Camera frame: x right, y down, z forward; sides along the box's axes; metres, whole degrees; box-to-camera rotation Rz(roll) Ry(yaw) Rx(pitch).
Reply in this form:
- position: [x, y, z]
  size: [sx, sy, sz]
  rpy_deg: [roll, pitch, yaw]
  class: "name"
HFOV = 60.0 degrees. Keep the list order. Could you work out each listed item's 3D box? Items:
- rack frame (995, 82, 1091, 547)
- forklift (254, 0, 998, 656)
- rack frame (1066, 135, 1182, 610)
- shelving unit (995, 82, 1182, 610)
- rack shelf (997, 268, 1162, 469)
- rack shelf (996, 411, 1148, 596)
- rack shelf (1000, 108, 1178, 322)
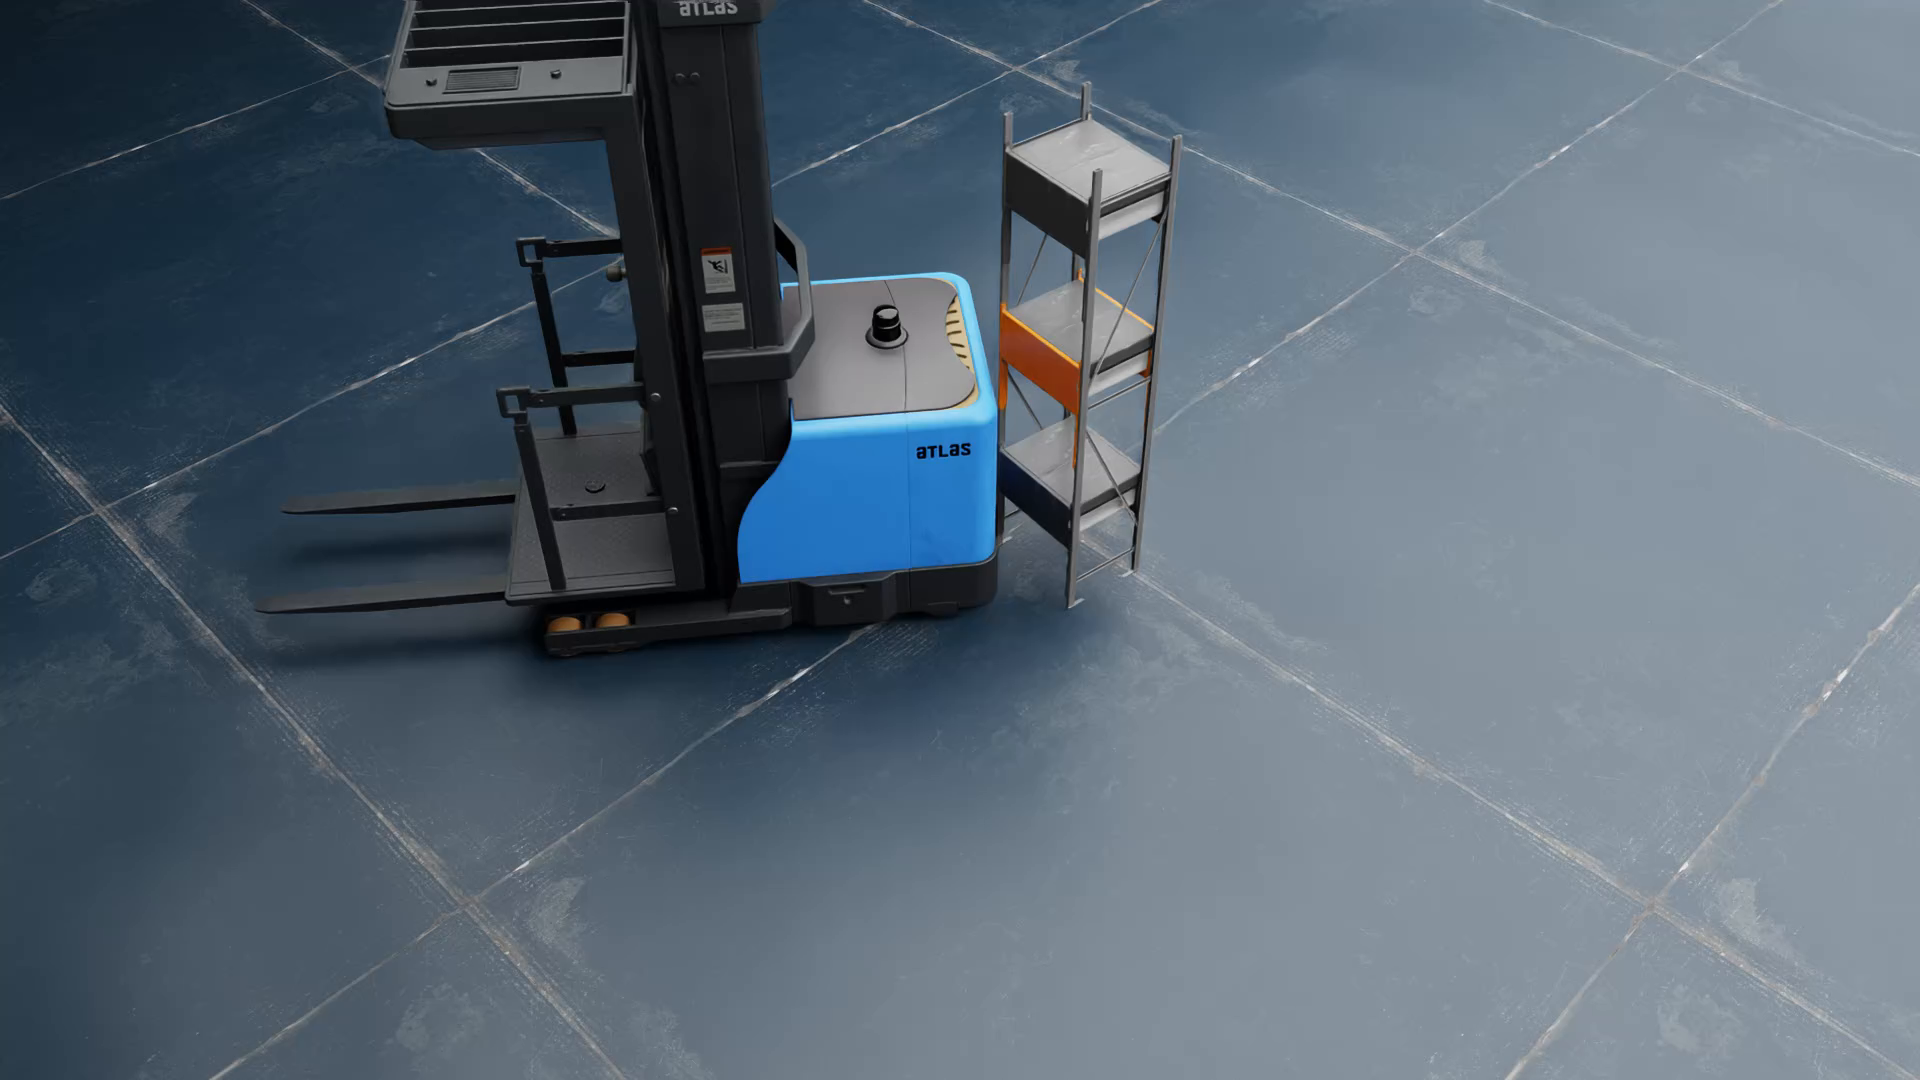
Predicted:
- position: [0.317, -0.823, 6.711]
  size: [0.400, 2.100, 0.015]
  rpy_deg: [-27, 49, -26]
  class: "rack frame"
- position: [-1.399, -0.980, 6.269]
  size: [3.031, 2.935, 1.130]
  rpy_deg: [-5, 43, -5]
  class: "forklift"
- position: [0.613, -0.559, 6.425]
  size: [0.400, 2.100, 0.015]
  rpy_deg: [-27, 49, -26]
  class: "rack frame"
- position: [0.465, -0.691, 6.568]
  size: [0.431, 2.100, 0.503]
  rpy_deg: [-27, 49, -26]
  class: "shelving unit"
- position: [0.465, -0.681, 6.577]
  size: [0.431, 0.518, 0.480]
  rpy_deg: [-27, 49, -26]
  class: "rack shelf"
- position: [0.465, -0.167, 7.052]
  size: [0.431, 0.518, 0.480]
  rpy_deg: [-27, 49, -26]
  class: "rack shelf"
- position: [0.465, -1.195, 6.102]
  size: [0.431, 0.518, 0.480]
  rpy_deg: [-27, 49, -26]
  class: "rack shelf"
